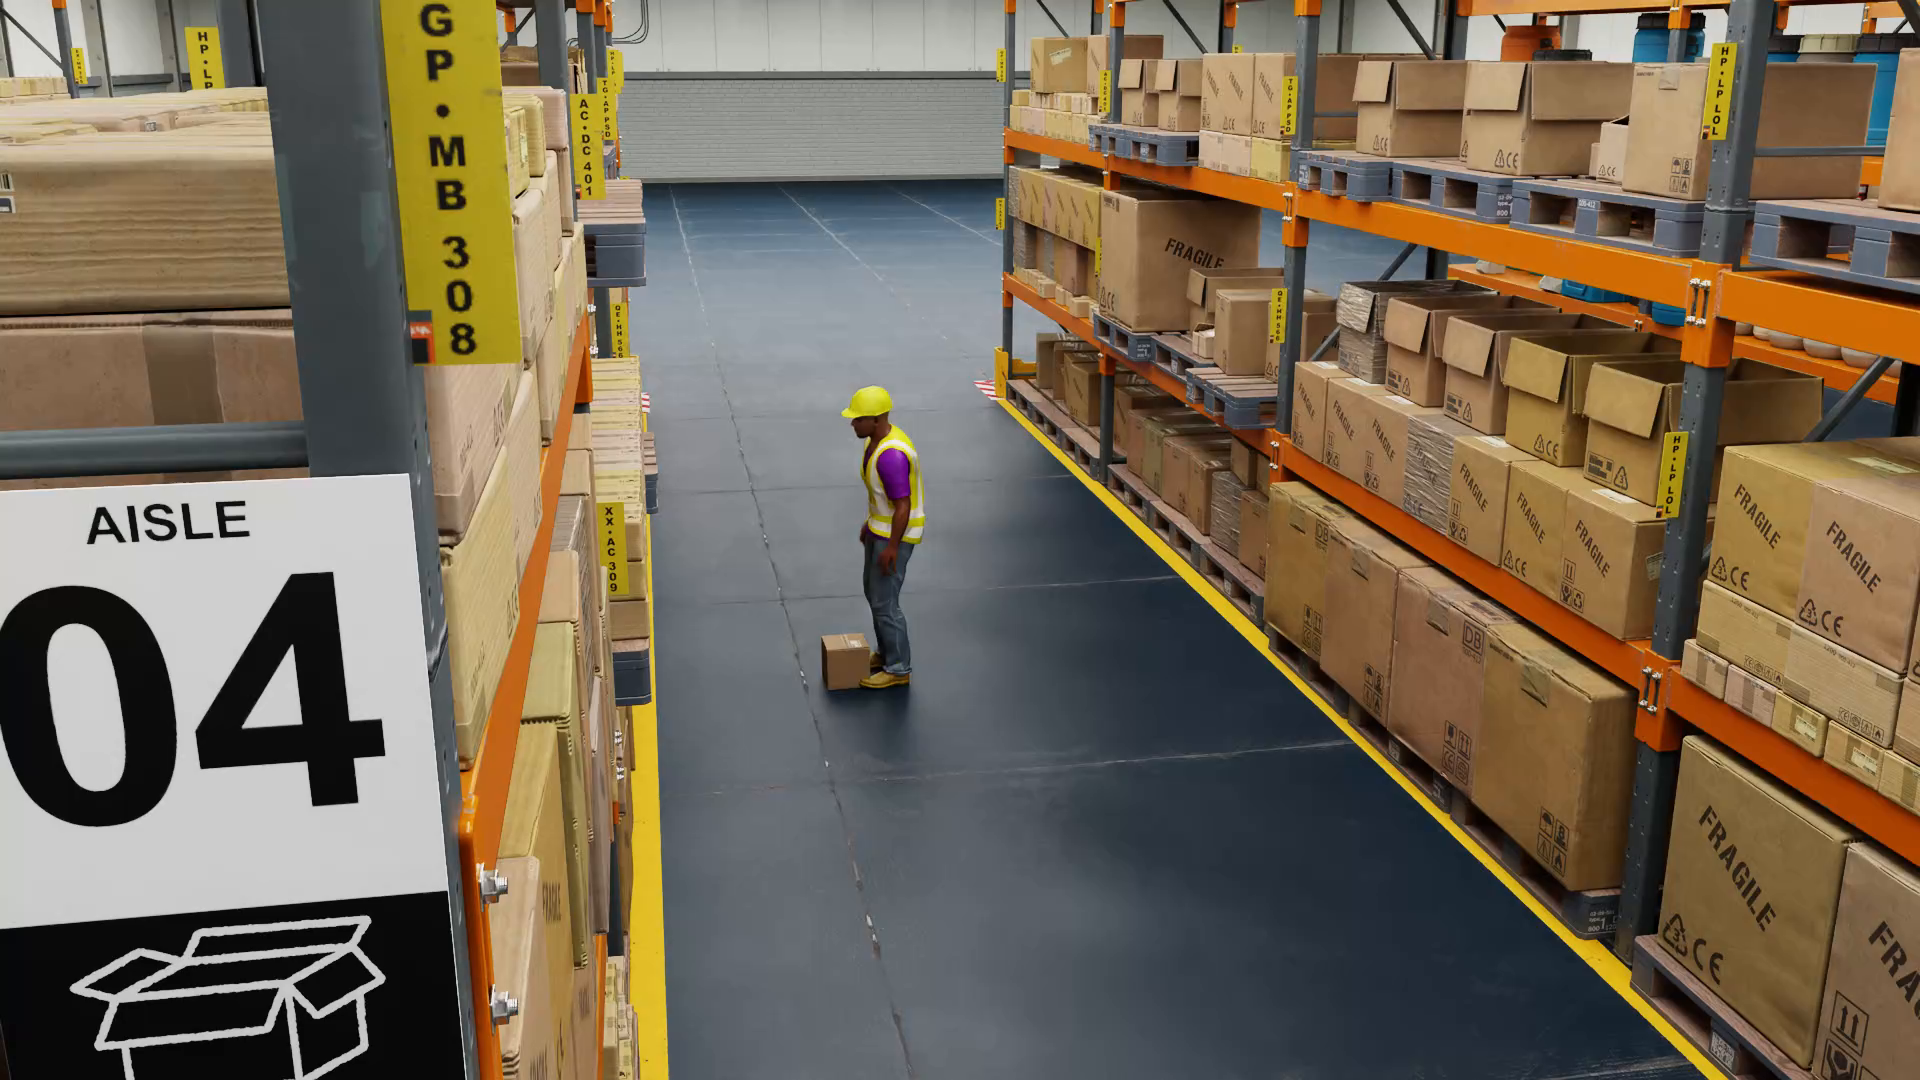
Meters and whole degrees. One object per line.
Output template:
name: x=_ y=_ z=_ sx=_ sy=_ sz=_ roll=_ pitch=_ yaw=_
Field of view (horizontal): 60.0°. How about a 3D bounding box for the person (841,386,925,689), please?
person: x=-0.446 y=-0.028 z=9.599 sx=0.460 sy=1.760 sz=0.631 roll=-4 pitch=17 yaw=-13
